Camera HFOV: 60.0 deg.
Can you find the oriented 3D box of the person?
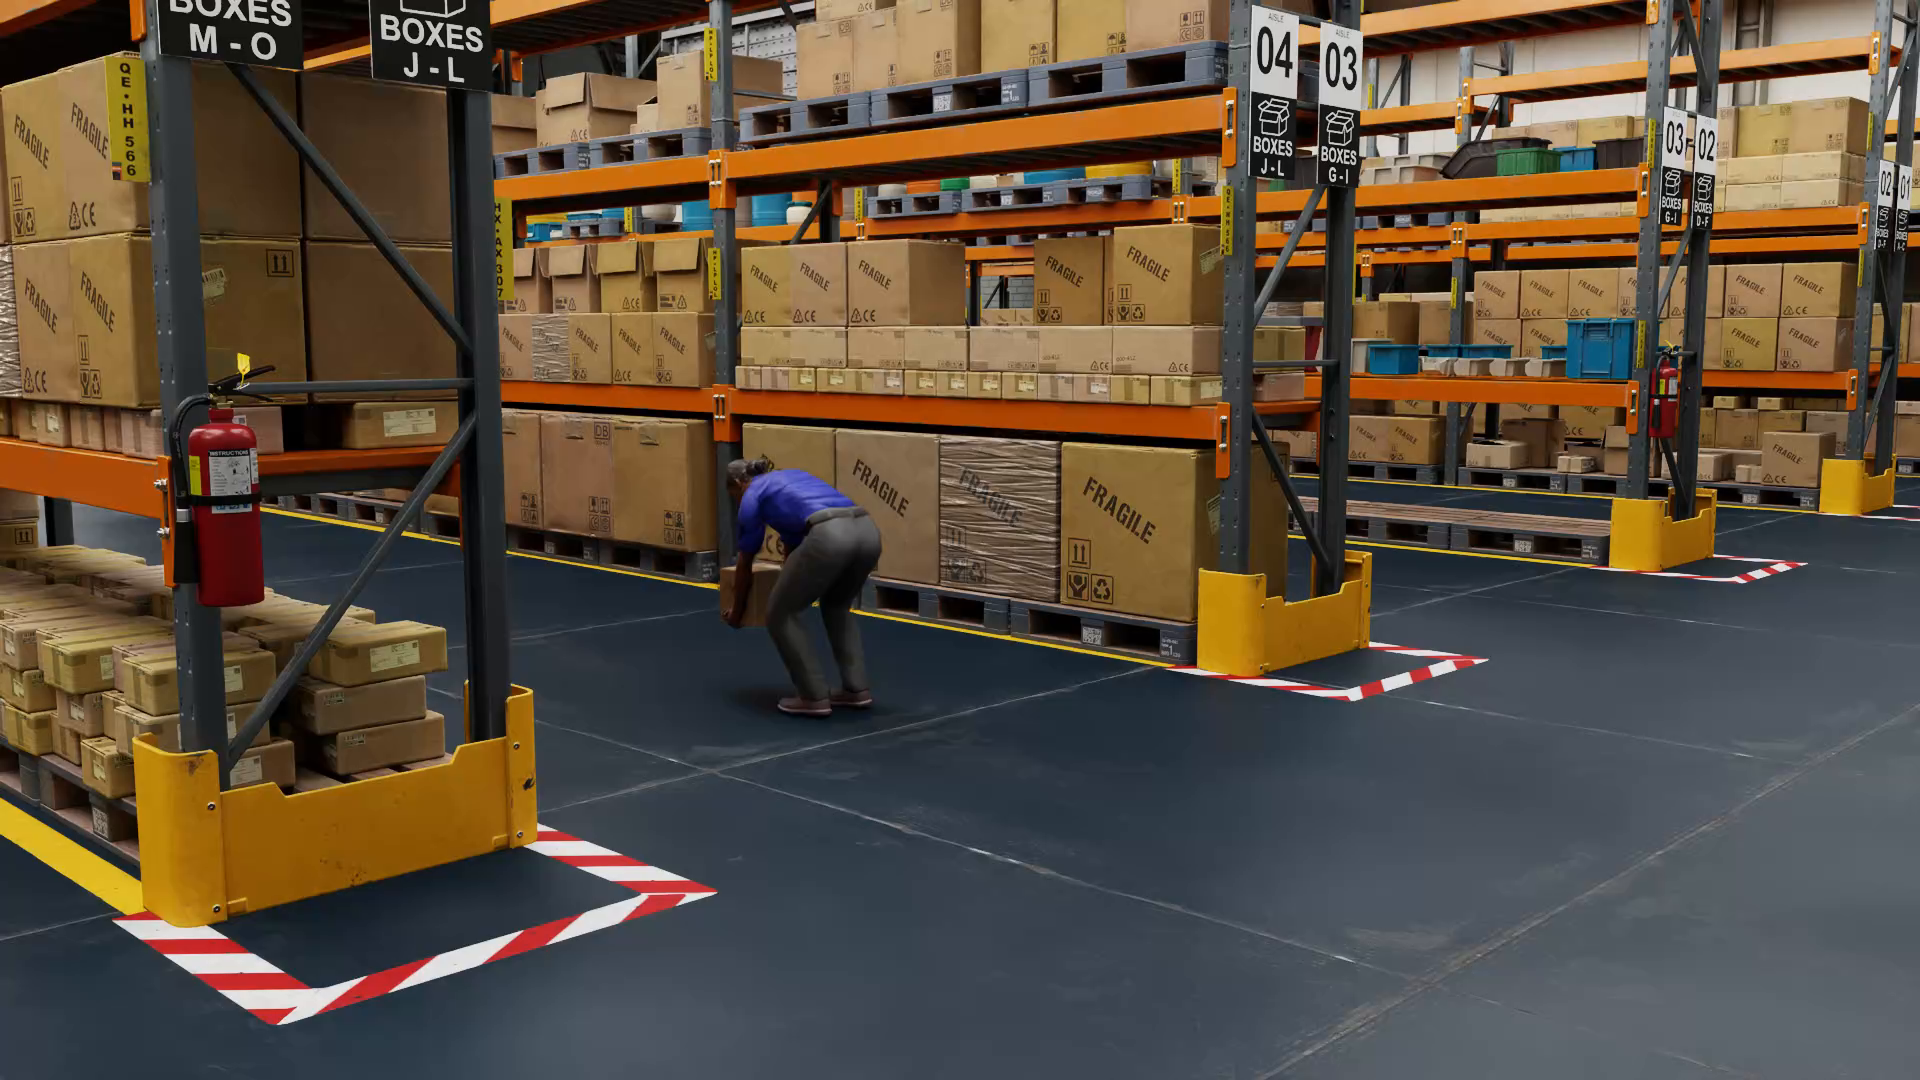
[{"bbox_3d":[-0.731,0.196,7.462,0.851,1.105,0.450,6,9,41],"label":"person"}]
